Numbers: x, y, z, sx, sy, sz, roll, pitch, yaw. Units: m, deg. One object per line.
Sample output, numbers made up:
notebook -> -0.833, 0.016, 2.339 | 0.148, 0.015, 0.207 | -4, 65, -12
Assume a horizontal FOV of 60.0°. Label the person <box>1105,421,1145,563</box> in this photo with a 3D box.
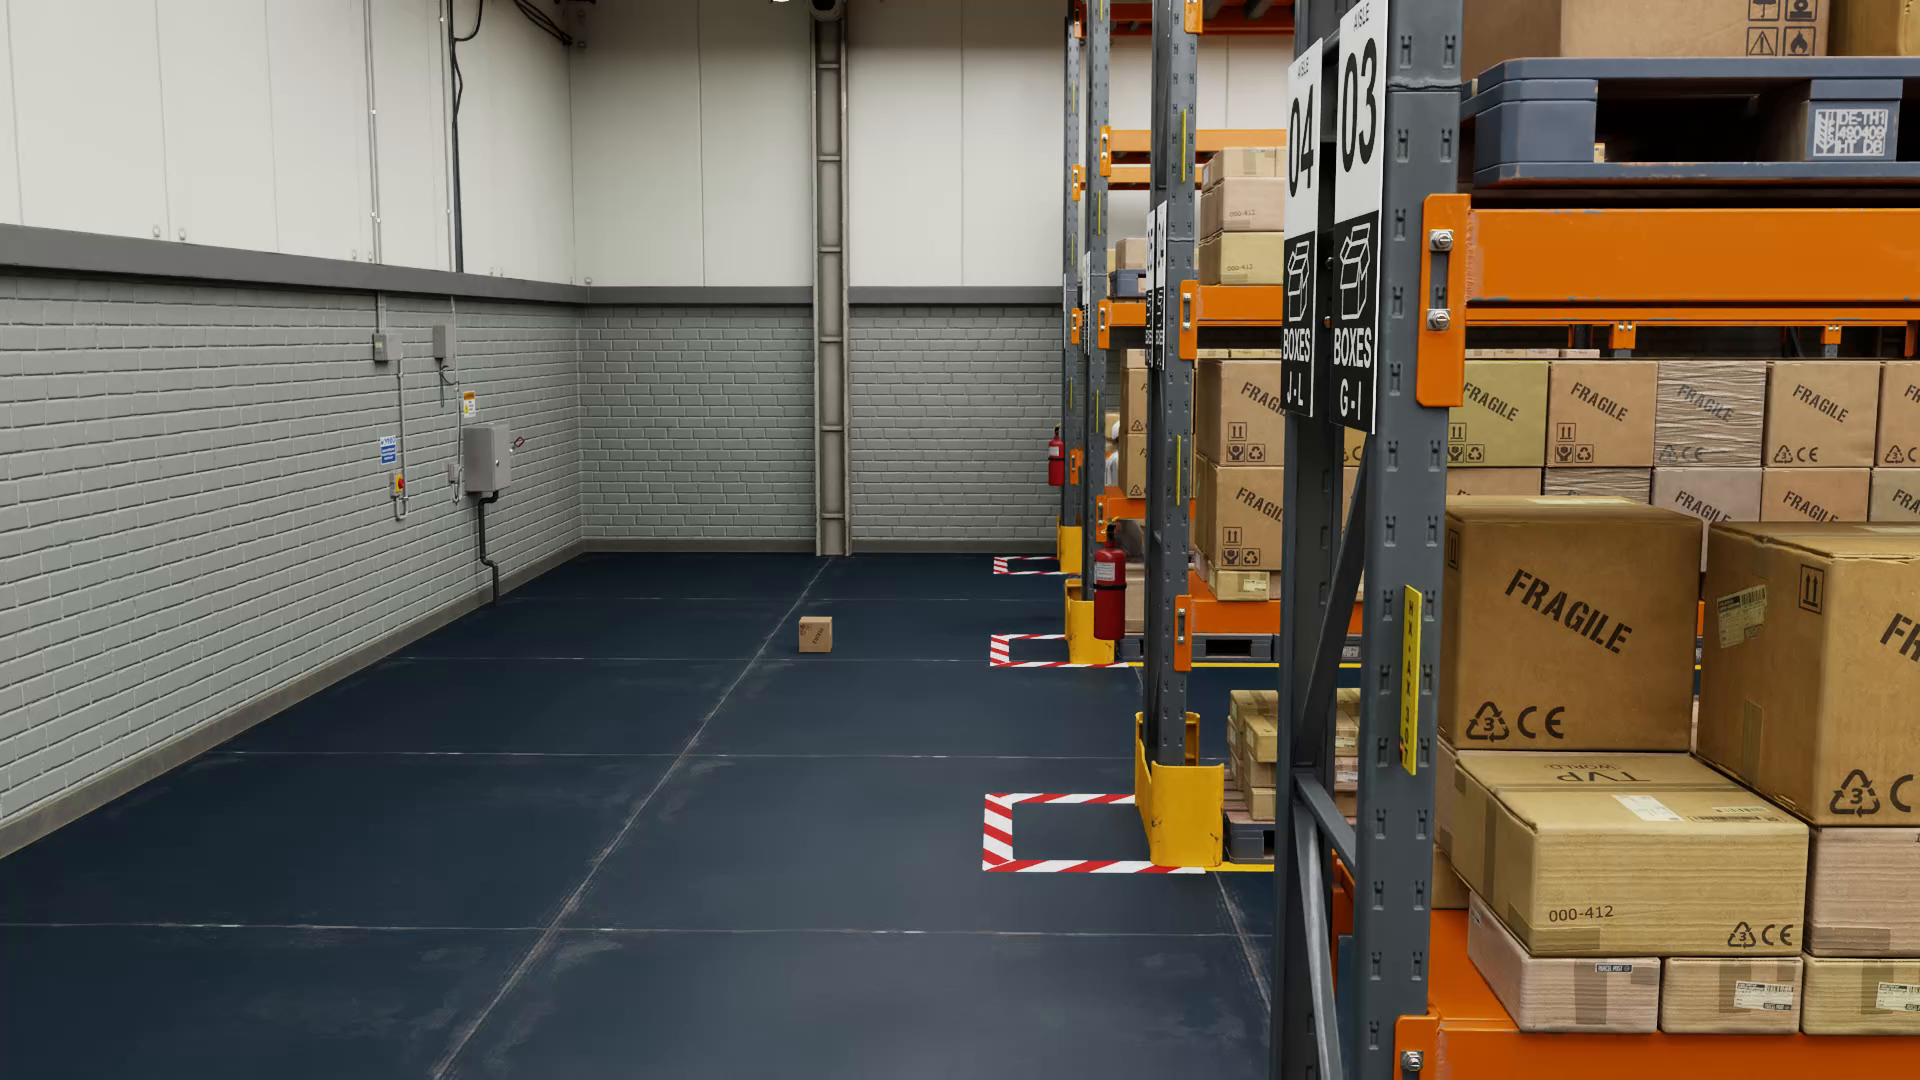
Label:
person -> 1.485, -0.190, 15.113 | 0.504, 1.797, 0.589 | 0, 7, -4
